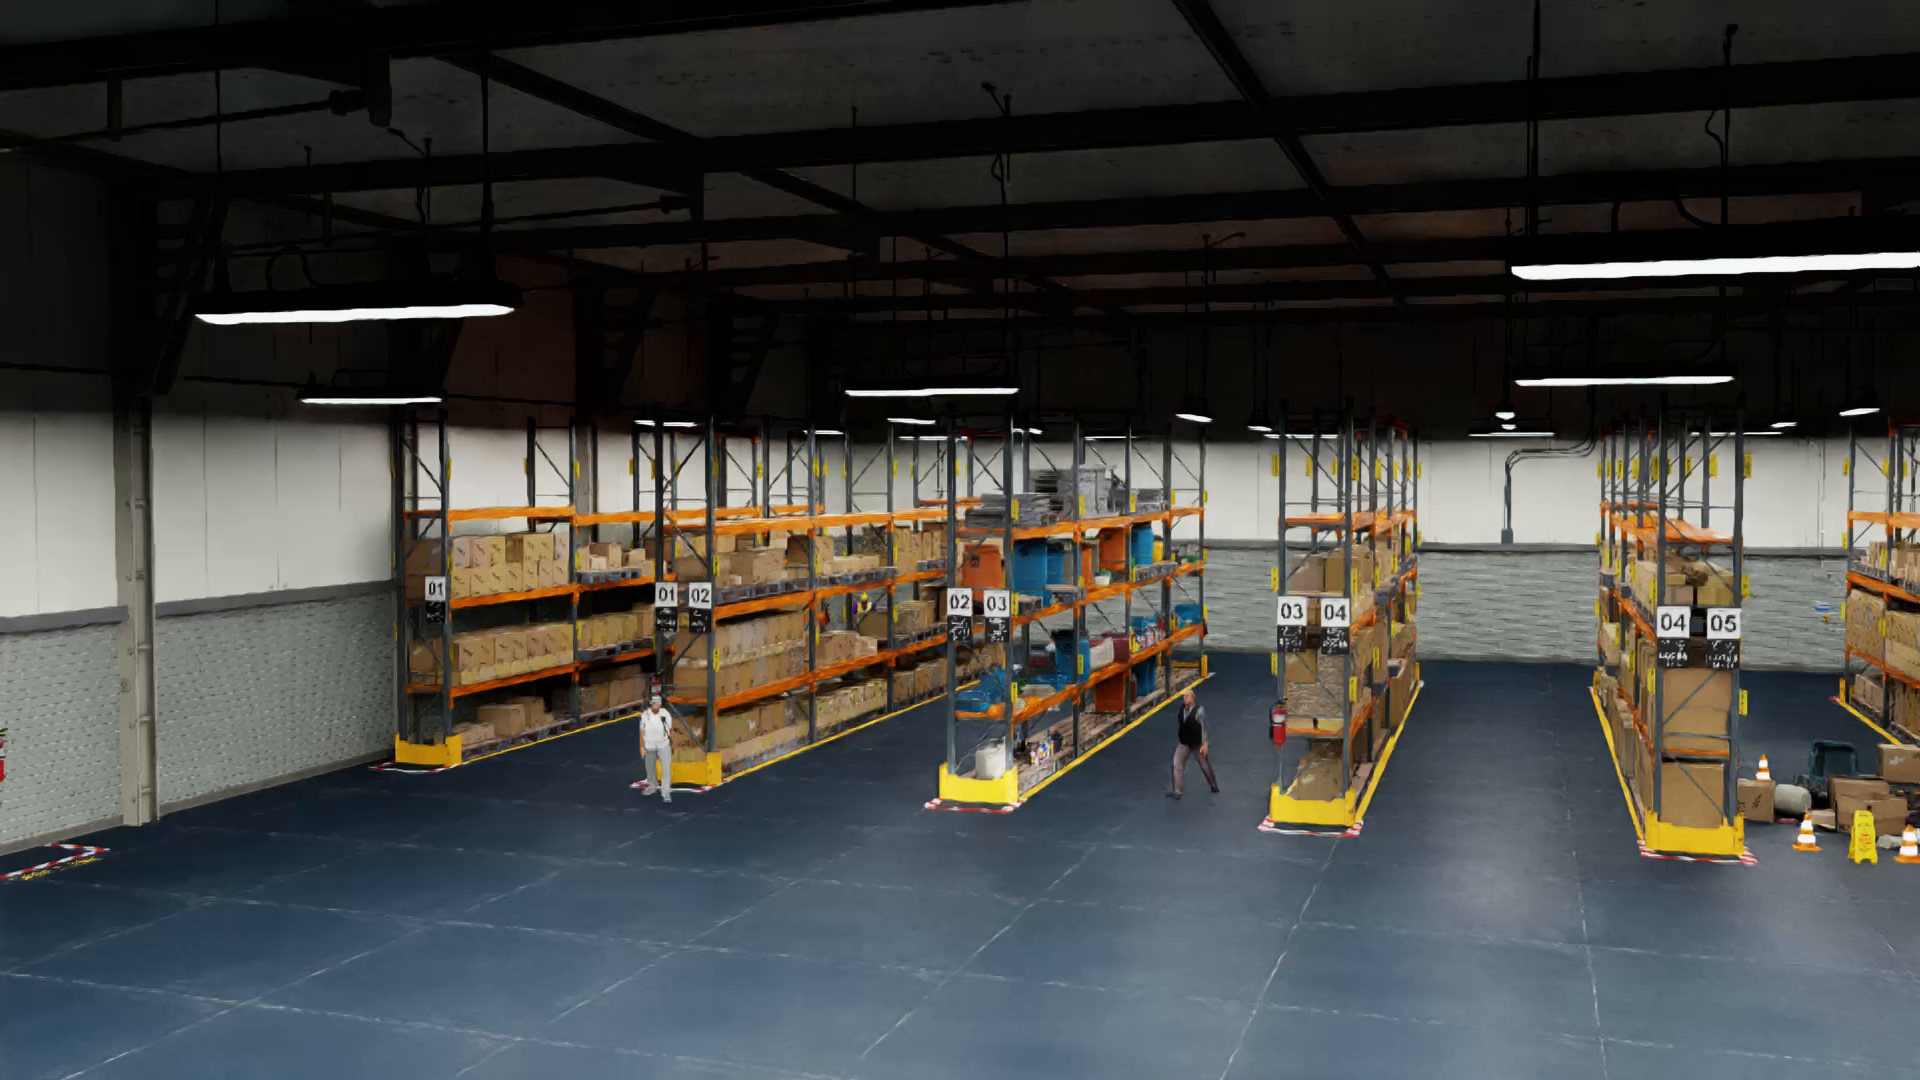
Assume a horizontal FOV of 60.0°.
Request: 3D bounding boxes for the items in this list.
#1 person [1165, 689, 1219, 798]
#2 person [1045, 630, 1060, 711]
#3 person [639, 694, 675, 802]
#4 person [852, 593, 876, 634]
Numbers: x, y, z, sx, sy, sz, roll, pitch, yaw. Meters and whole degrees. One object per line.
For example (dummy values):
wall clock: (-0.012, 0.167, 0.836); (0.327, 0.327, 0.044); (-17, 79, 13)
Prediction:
person: (3.563, 3.086, 25.326); (0.574, 1.669, 0.955); (2, 3, 40)
person: (1.936, 2.682, 34.352); (0.521, 1.671, 0.544); (-2, 3, -42)
person: (-4.592, 3.121, 25.163); (0.523, 1.611, 0.931); (0, 2, -4)
person: (-2.540, 2.243, 44.365); (0.712, 1.695, 0.831); (0, 2, 1)
